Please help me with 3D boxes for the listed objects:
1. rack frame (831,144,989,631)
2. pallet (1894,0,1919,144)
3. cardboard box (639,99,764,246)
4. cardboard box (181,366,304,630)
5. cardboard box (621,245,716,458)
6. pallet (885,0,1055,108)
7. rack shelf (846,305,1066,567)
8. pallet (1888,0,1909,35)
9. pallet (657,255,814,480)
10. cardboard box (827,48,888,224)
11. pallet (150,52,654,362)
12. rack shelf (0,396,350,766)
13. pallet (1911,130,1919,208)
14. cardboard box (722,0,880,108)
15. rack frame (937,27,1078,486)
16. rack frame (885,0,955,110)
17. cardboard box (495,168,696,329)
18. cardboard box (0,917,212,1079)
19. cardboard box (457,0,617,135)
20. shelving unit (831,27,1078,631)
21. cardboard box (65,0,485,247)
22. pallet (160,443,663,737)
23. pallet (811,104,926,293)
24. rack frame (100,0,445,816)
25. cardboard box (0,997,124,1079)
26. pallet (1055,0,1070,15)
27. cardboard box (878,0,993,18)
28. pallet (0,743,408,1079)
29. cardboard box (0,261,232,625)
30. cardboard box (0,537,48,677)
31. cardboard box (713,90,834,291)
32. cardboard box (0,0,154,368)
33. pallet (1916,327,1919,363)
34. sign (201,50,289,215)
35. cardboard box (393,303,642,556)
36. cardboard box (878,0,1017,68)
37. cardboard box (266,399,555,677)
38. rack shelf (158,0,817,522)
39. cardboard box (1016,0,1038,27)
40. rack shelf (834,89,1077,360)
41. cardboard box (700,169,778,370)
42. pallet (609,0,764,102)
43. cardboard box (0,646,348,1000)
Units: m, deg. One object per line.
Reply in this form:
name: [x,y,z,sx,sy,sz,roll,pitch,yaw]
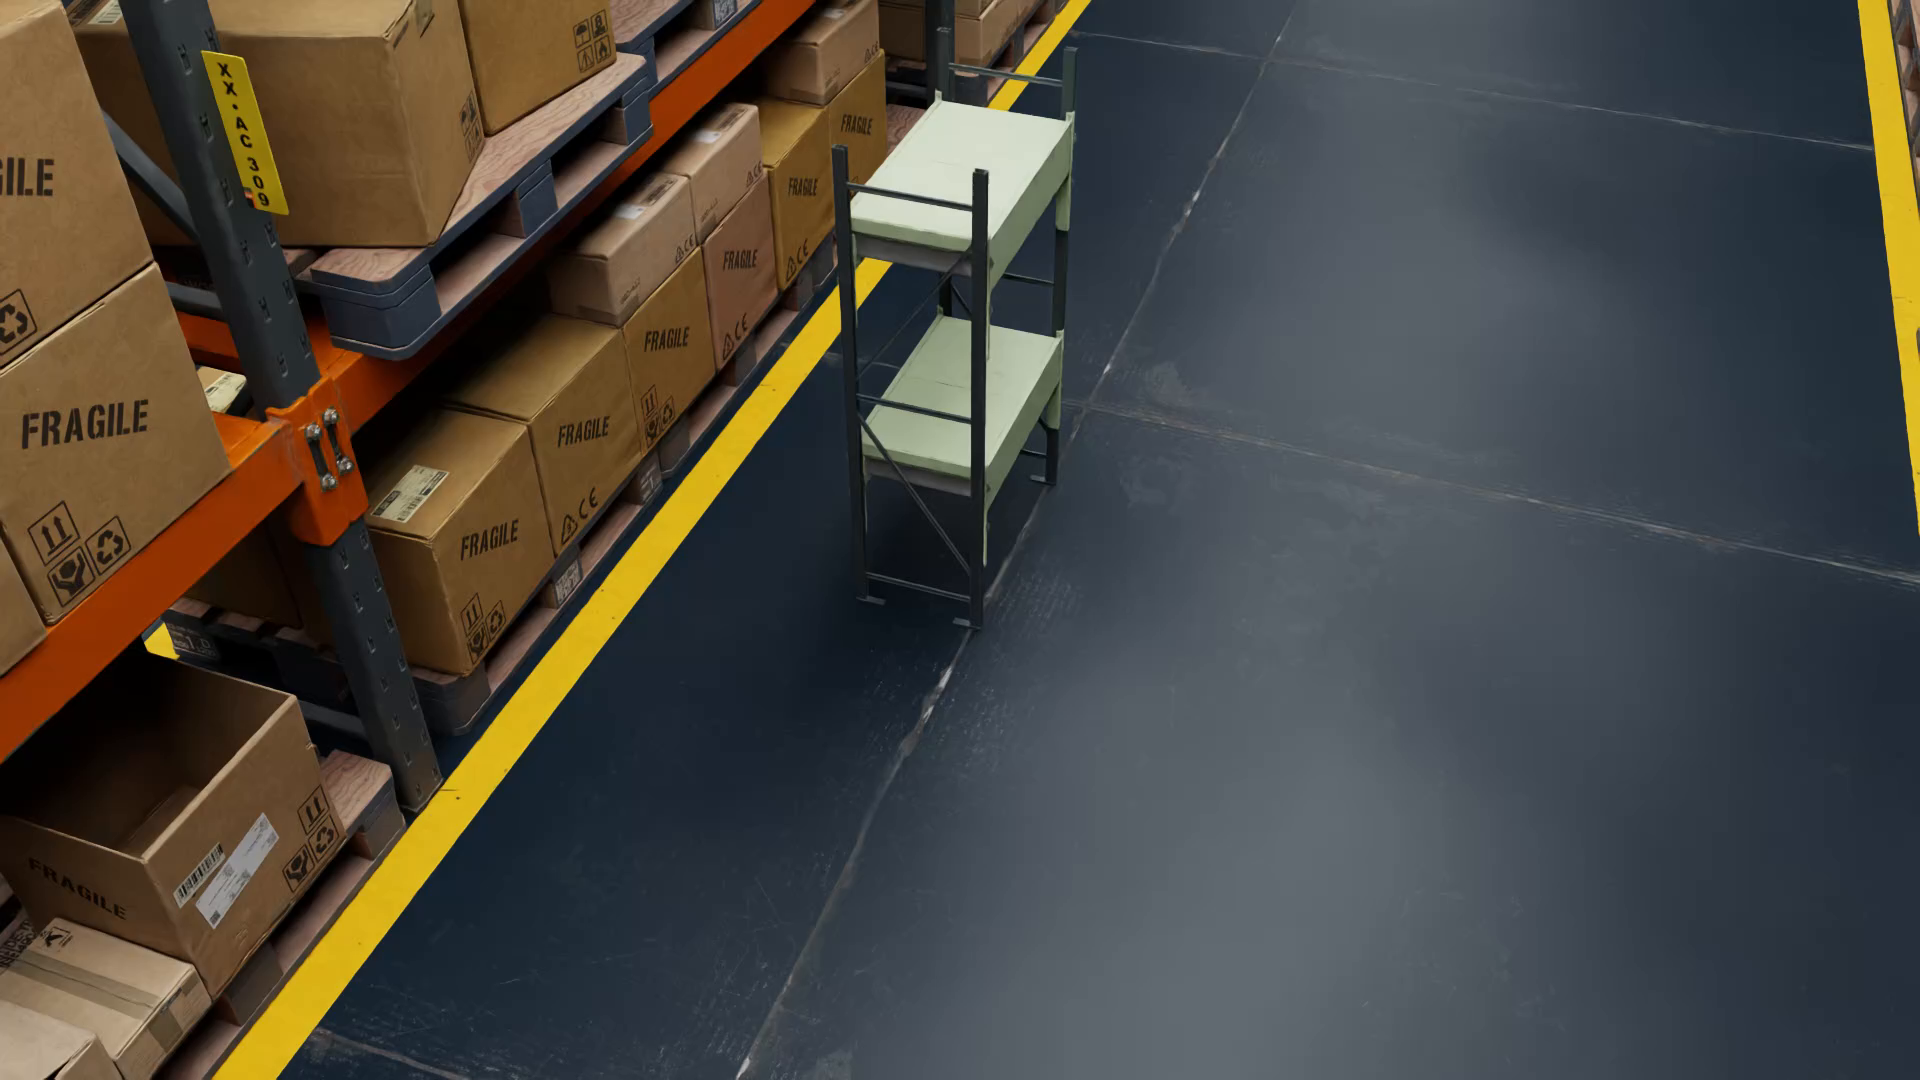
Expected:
rack frame: [-0.123,-0.351,4.506,0.400,1.500,0.023,13,42,15]
pallet: [4.832,-2.061,7.503,1.003,0.211,1.213,13,42,15]
cardboard box: [-0.972,-1.220,5.378,0.500,0.250,0.500,13,42,14]
cardboard box: [-1.980,-0.142,4.692,0.500,0.500,0.500,13,42,15]
cardboard box: [-1.135,-0.649,5.287,0.500,0.500,0.500,14,42,16]
pallet: [-0.194,-2.433,7.939,1.003,0.211,1.213,13,42,15]
rack shelf: [0.002,-0.327,4.980,0.431,0.370,0.720,13,42,15]
pallet: [5.247,-2.807,8.378,1.003,0.211,1.213,13,42,15]
pallet: [-1.222,-0.751,5.968,1.003,0.211,1.213,13,42,15]
cardboard box: [-0.611,-1.595,6.395,0.500,0.500,0.500,15,43,17]
pallet: [-1.504,-0.951,4.202,1.003,0.211,1.213,13,42,15]
rack shelf: [-2.564,0.932,2.400,1.077,0.370,4.000,13,42,15]
pallet: [4.413,-1.319,6.633,1.003,0.211,1.213,13,42,15]
cardboard box: [-0.626,-1.845,6.110,0.500,0.250,0.500,15,43,17]
rack frame: [0.127,-0.798,5.030,0.400,1.500,0.023,13,42,15]
rack frame: [-0.512,-3.001,6.456,1.000,3.000,0.127,13,42,15]
cardboard box: [-1.143,-0.914,5.019,0.500,0.250,0.500,13,42,15]
cardboard box: [-1.880,1.009,3.614,0.380,0.149,0.250,13,42,15]
cardboard box: [-1.332,-1.432,4.216,0.700,0.500,0.500,20,44,22]
shelving unit: [0.002,-0.575,4.768,0.431,1.500,0.755,13,42,15]
cardboard box: [-1.508,-0.998,3.708,0.700,0.500,0.500,0,40,0]
pallet: [-1.637,-0.005,5.093,1.003,0.211,1.213,13,42,15]
pallet: [-0.803,-1.493,6.837,1.003,0.211,1.213,13,42,15]
rack frame: [-1.880,-0.561,3.596,1.000,3.000,0.127,13,42,15]
cardboard box: [-2.064,1.162,3.309,0.500,0.311,0.500,13,42,15]
pallet: [0.225,-3.175,8.809,1.003,0.211,1.213,13,42,15]
cardboard box: [-0.057,-2.582,7.328,0.500,0.311,0.500,15,43,17]
pallet: [-2.115,0.919,4.011,1.003,0.211,1.213,13,42,15]
cardboard box: [-1.810,-0.237,3.140,0.500,0.500,0.500,14,42,16]
cardboard box: [-1.985,0.078,2.771,0.500,0.500,0.500,14,43,16]
cardboard box: [-0.788,-1.279,6.025,0.500,0.500,0.500,12,42,14]
cardboard box: [-1.809,-0.614,2.811,0.500,0.500,0.500,14,42,15]
pallet: [3.804,-0.379,5.531,1.003,0.211,1.213,13,42,15]
sign: [-1.367,-0.775,3.180,0.100,0.325,0.005,13,42,15]
cardboard box: [-1.313,-0.346,4.932,0.500,0.500,0.500,14,42,16]
cardboard box: [-0.057,-2.369,7.510,0.500,0.250,0.500,13,42,15]
cardboard box: [-1.485,-0.018,4.547,0.500,0.500,0.500,11,42,13]
rack shelf: [-1.196,-1.507,5.260,1.077,0.370,4.000,13,42,15]
cardboard box: [0.114,-2.675,7.870,0.500,0.250,0.500,12,42,14]
rack shelf: [0.002,-0.872,4.515,0.431,0.370,0.720,13,42,15]
cardboard box: [-0.962,-0.958,5.648,0.500,0.500,0.500,12,42,13]
pallet: [-1.173,-1.741,5.127,1.003,0.211,1.213,13,42,15]
cardboard box: [-1.808,0.633,3.784,0.500,0.500,0.500,13,42,15]
